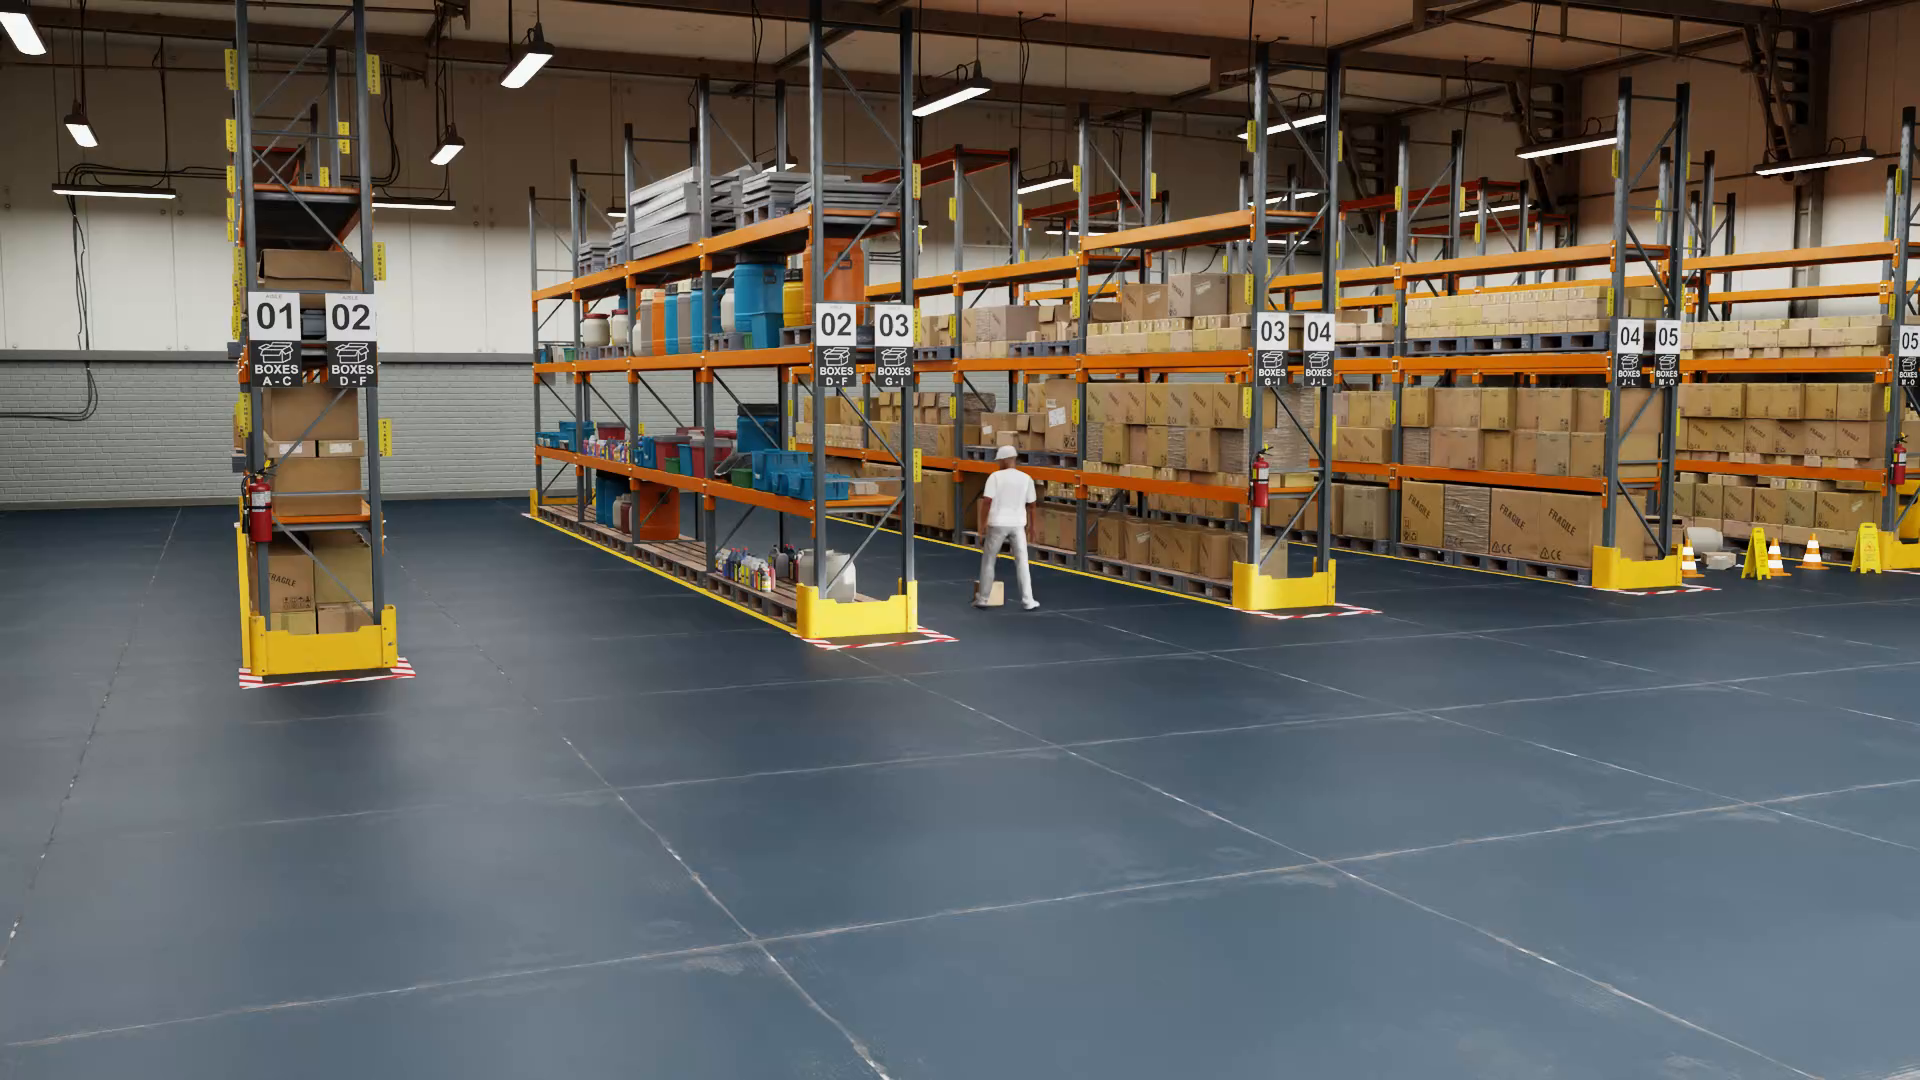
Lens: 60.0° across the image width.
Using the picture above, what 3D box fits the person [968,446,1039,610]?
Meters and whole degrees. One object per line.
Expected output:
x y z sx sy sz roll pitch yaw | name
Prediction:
0.486 -0.127 18.007 0.728 1.784 0.581 -1 5 -10 | person
